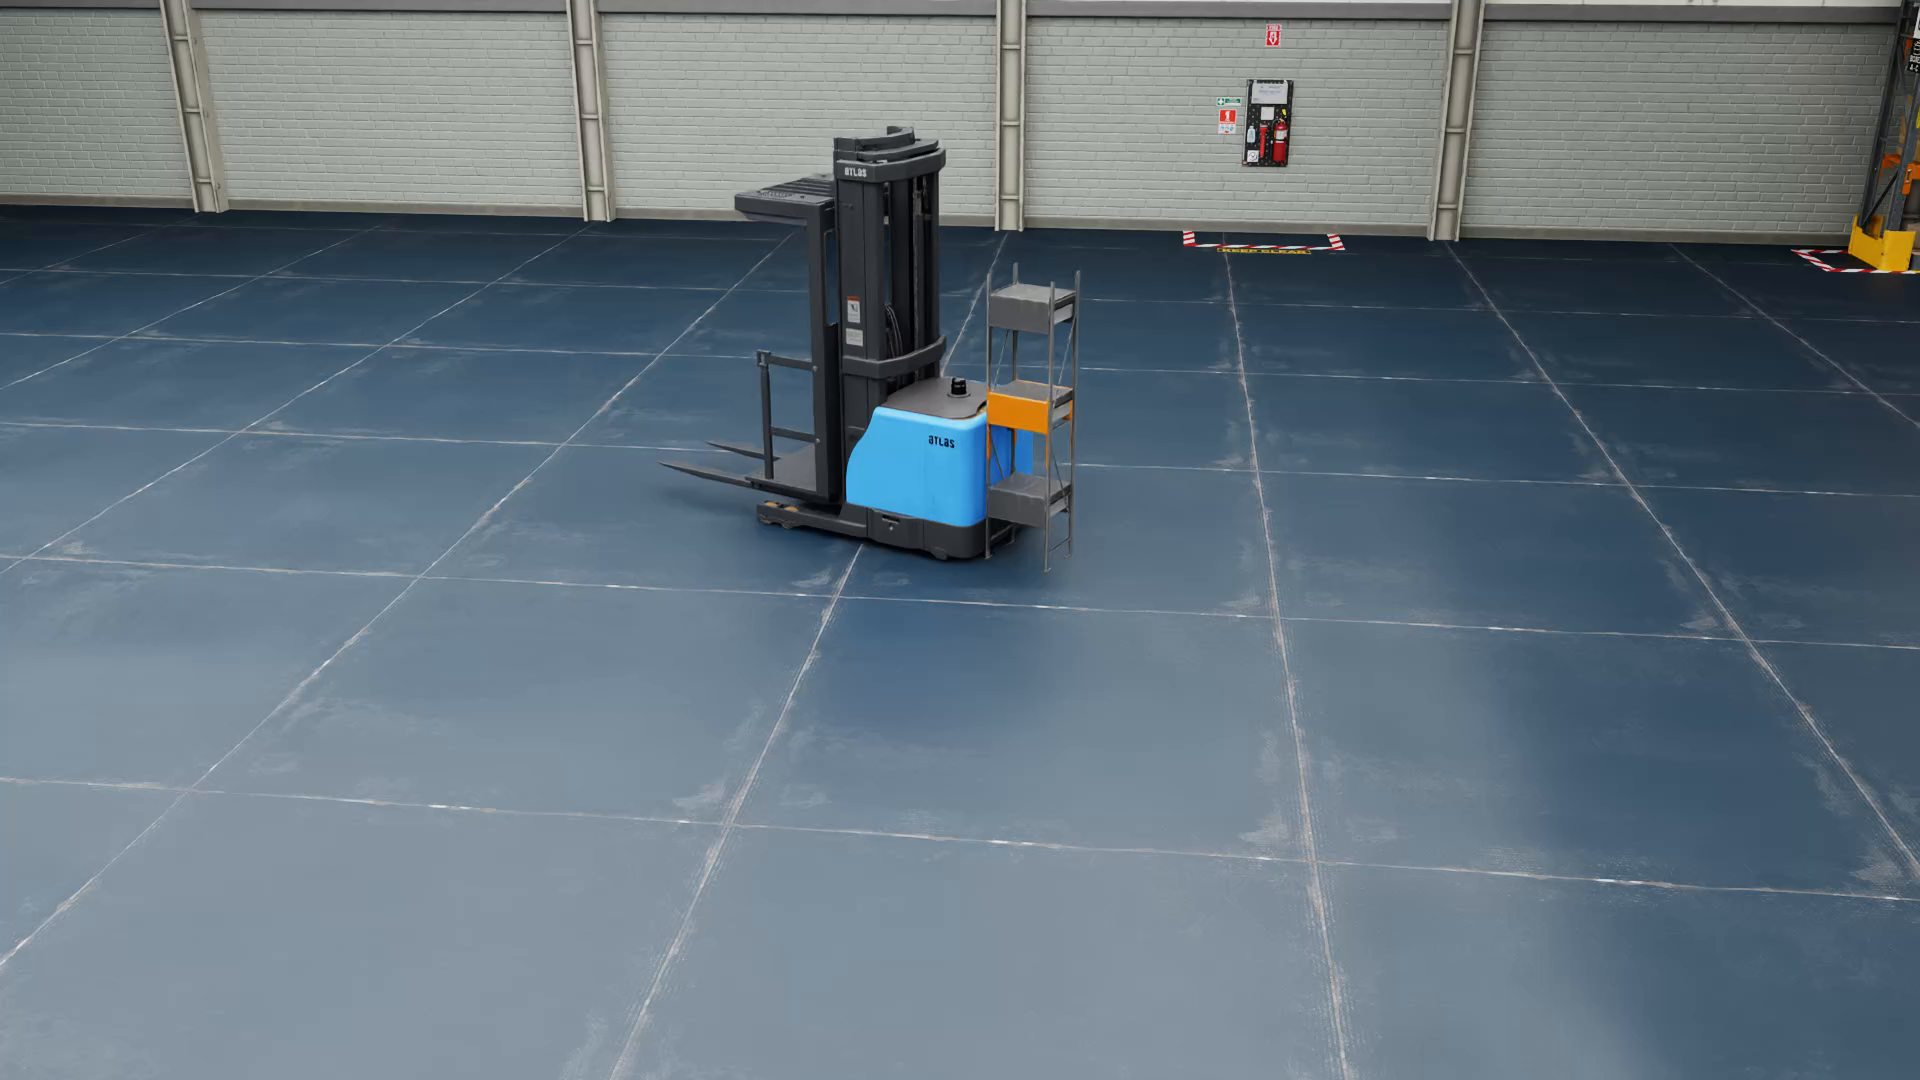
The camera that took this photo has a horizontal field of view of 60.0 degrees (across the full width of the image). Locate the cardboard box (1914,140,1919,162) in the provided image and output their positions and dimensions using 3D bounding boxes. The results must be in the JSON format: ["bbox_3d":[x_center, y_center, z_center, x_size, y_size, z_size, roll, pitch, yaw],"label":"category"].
[{"bbox_3d":[12.274,-4.816,20.718,0.500,0.250,0.500,2,22,5],"label":"cardboard box"}]

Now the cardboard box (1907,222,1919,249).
[{"bbox_3d":[12.503,-3.905,21.295,0.500,0.311,0.500,0,22,0],"label":"cardboard box"}]

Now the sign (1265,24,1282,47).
[{"bbox_3d":[4.219,-6.794,22.392,0.199,0.298,0.001,2,22,6],"label":"sign"}]

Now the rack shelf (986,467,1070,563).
[{"bbox_3d":[0.504,-0.185,11.993,0.480,0.518,0.431,12,25,29],"label":"rack shelf"}]

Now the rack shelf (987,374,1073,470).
[{"bbox_3d":[0.504,-0.836,11.736,0.480,0.518,0.431,12,25,29],"label":"rack shelf"}]

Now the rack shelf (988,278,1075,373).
[{"bbox_3d":[0.504,-1.487,11.478,0.480,0.518,0.431,12,25,29],"label":"rack shelf"}]

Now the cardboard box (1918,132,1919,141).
[{"bbox_3d":[12.265,-5.171,20.597,0.500,0.500,0.500,3,22,6],"label":"cardboard box"}]

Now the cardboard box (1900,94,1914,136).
[{"bbox_3d":[12.320,-5.359,21.071,0.500,0.500,0.500,2,22,6],"label":"cardboard box"}]

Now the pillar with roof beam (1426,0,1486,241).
[{"bbox_3d":[6.159,-6.777,17.341,0.400,9.000,9.100,2,22,6],"label":"pillar with roof beam"}]

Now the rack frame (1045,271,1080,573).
[{"bbox_3d":[0.713,-0.803,11.614,0.015,2.100,0.400,12,25,29],"label":"rack frame"}]

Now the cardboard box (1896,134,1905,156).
[{"bbox_3d":[12.314,-5.003,21.192,0.500,0.250,0.500,3,22,7],"label":"cardboard box"}]

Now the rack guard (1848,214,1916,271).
[{"bbox_3d":[11.902,-3.848,21.492,0.348,0.500,1.175,2,22,6],"label":"rack guard"}]

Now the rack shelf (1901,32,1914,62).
[{"bbox_3d":[13.813,-5.987,20.403,4.000,0.370,1.077,2,22,6],"label":"rack shelf"}]

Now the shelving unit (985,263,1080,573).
[{"bbox_3d":[0.504,-0.849,11.731,0.503,2.100,0.431,12,25,29],"label":"shelving unit"}]

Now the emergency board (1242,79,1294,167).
[{"bbox_3d":[4.216,-5.679,22.725,0.643,1.169,0.194,2,22,6],"label":"emergency board"}]

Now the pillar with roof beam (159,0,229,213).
[{"bbox_3d":[-11.716,-7.555,19.311,0.400,9.000,9.100,2,22,6],"label":"pillar with roof beam"}]

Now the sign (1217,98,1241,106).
[{"bbox_3d":[3.682,-6.000,22.768,0.331,0.109,0.001,2,22,6],"label":"sign"}]

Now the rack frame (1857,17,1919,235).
[{"bbox_3d":[11.827,-5.013,21.041,0.127,3.000,1.000,2,22,6],"label":"rack frame"}]

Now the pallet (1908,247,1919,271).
[{"bbox_3d":[12.705,-3.665,21.423,1.213,0.211,1.003,2,22,6],"label":"pallet"}]

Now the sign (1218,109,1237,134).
[{"bbox_3d":[3.679,-5.757,22.874,0.234,0.329,0.001,2,22,6],"label":"sign"}]

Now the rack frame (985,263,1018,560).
[{"bbox_3d":[0.294,-0.895,11.847,0.015,2.100,0.400,12,25,29],"label":"rack frame"}]

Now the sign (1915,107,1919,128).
[{"bbox_3d":[11.763,-5.218,20.380,0.005,0.325,0.100,2,22,6],"label":"sign"}]

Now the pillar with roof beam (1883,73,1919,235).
[{"bbox_3d":[12.117,-6.517,16.684,0.400,9.000,9.100,2,22,6],"label":"pillar with roof beam"}]

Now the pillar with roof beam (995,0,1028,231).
[{"bbox_3d":[0.200,-7.036,17.998,0.400,9.000,9.100,2,22,6],"label":"pillar with roof beam"}]

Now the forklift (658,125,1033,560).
[{"bbox_3d":[-0.967,-1.602,12.505,3.031,2.935,1.130,12,25,29],"label":"forklift"}]

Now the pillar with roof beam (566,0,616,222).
[{"bbox_3d":[-5.758,-7.296,18.654,0.400,9.000,9.100,2,22,6],"label":"pillar with roof beam"}]

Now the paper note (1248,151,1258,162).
[{"bbox_3d":[4.048,-5.302,22.970,0.142,0.148,0.016,2,22,6],"label":"paper note"}]

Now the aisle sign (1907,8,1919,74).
[{"bbox_3d":[11.720,-6.116,20.294,0.004,0.787,0.394,2,22,6],"label":"aisle sign"}]

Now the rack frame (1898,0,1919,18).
[{"bbox_3d":[11.827,-7.803,19.938,0.127,3.000,1.000,2,22,6],"label":"rack frame"}]

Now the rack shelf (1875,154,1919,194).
[{"bbox_3d":[13.813,-4.592,20.954,4.000,0.370,1.077,2,22,6],"label":"rack shelf"}]
